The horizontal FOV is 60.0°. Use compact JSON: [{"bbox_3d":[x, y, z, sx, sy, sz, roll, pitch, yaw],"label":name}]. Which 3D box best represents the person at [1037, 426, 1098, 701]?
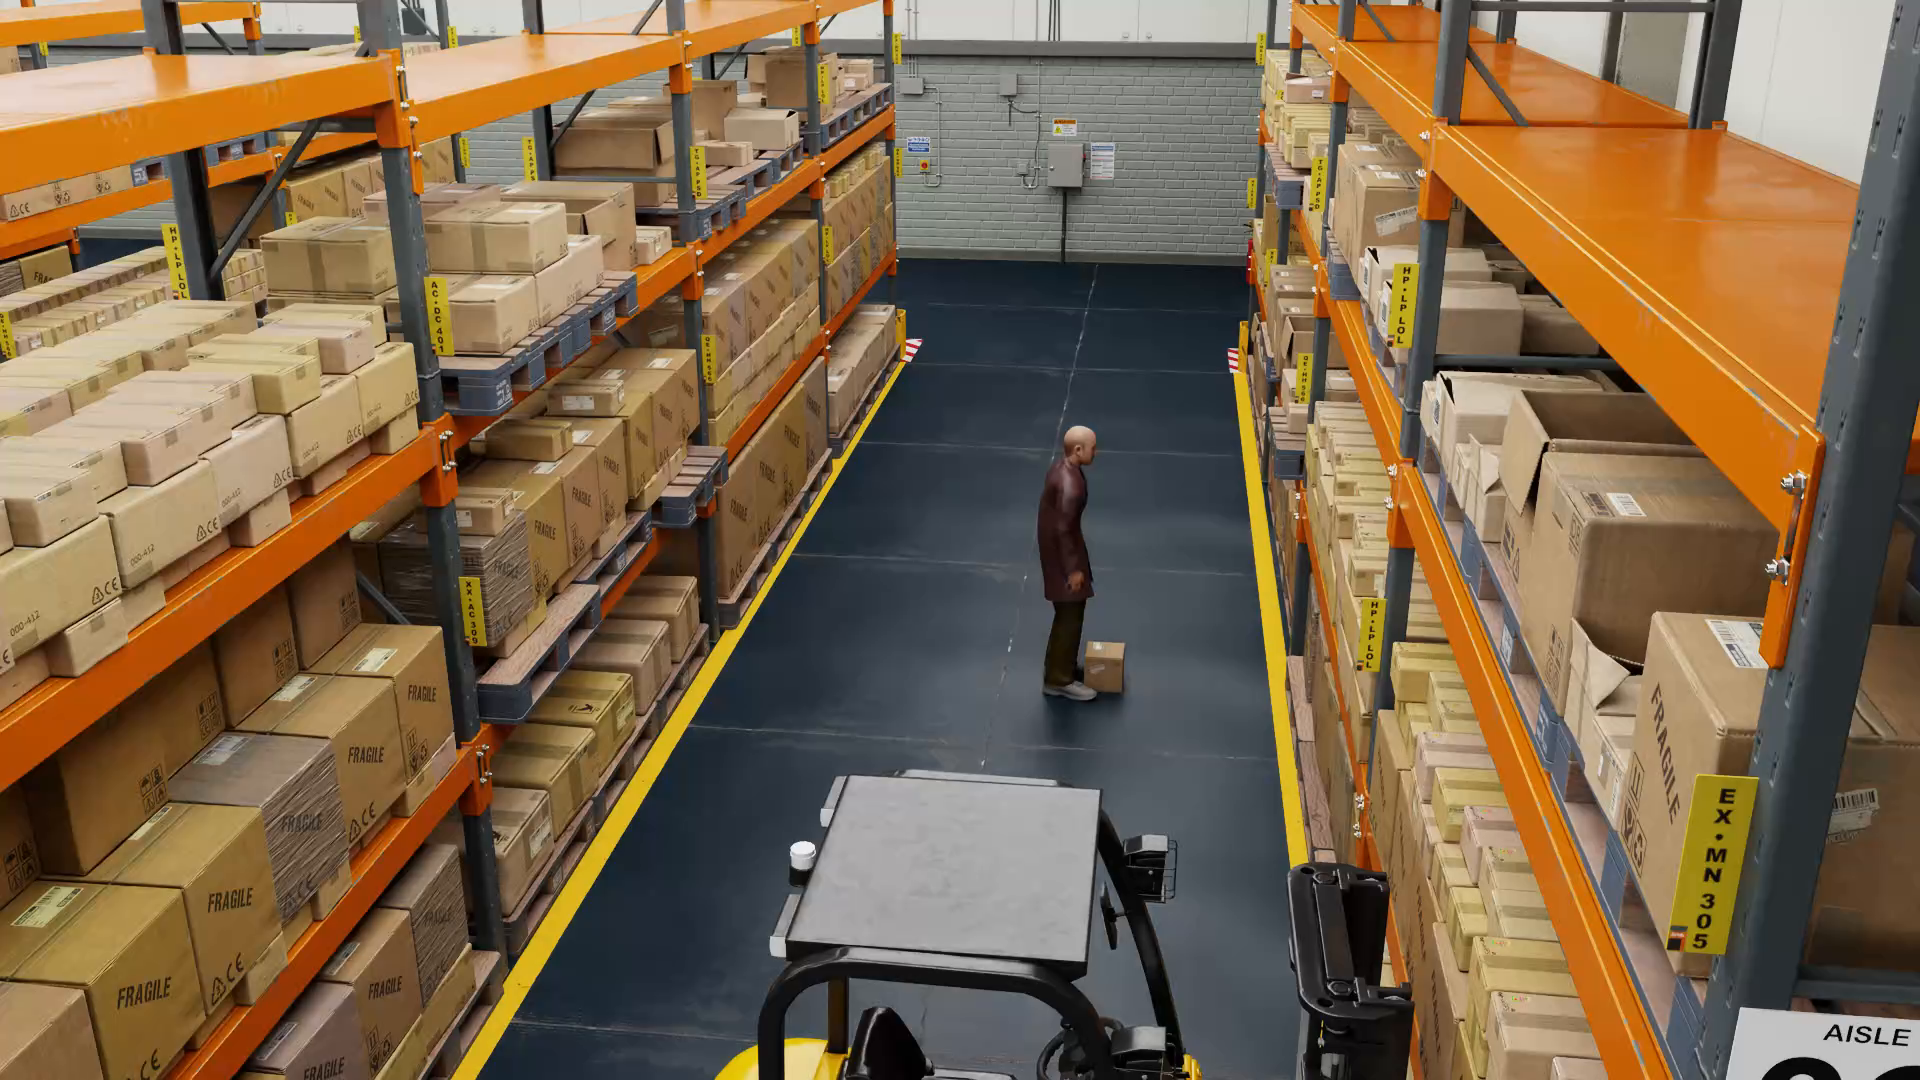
[{"bbox_3d":[0.710,0.119,10.792,0.429,1.772,0.647,1,21,3],"label":"person"}]
